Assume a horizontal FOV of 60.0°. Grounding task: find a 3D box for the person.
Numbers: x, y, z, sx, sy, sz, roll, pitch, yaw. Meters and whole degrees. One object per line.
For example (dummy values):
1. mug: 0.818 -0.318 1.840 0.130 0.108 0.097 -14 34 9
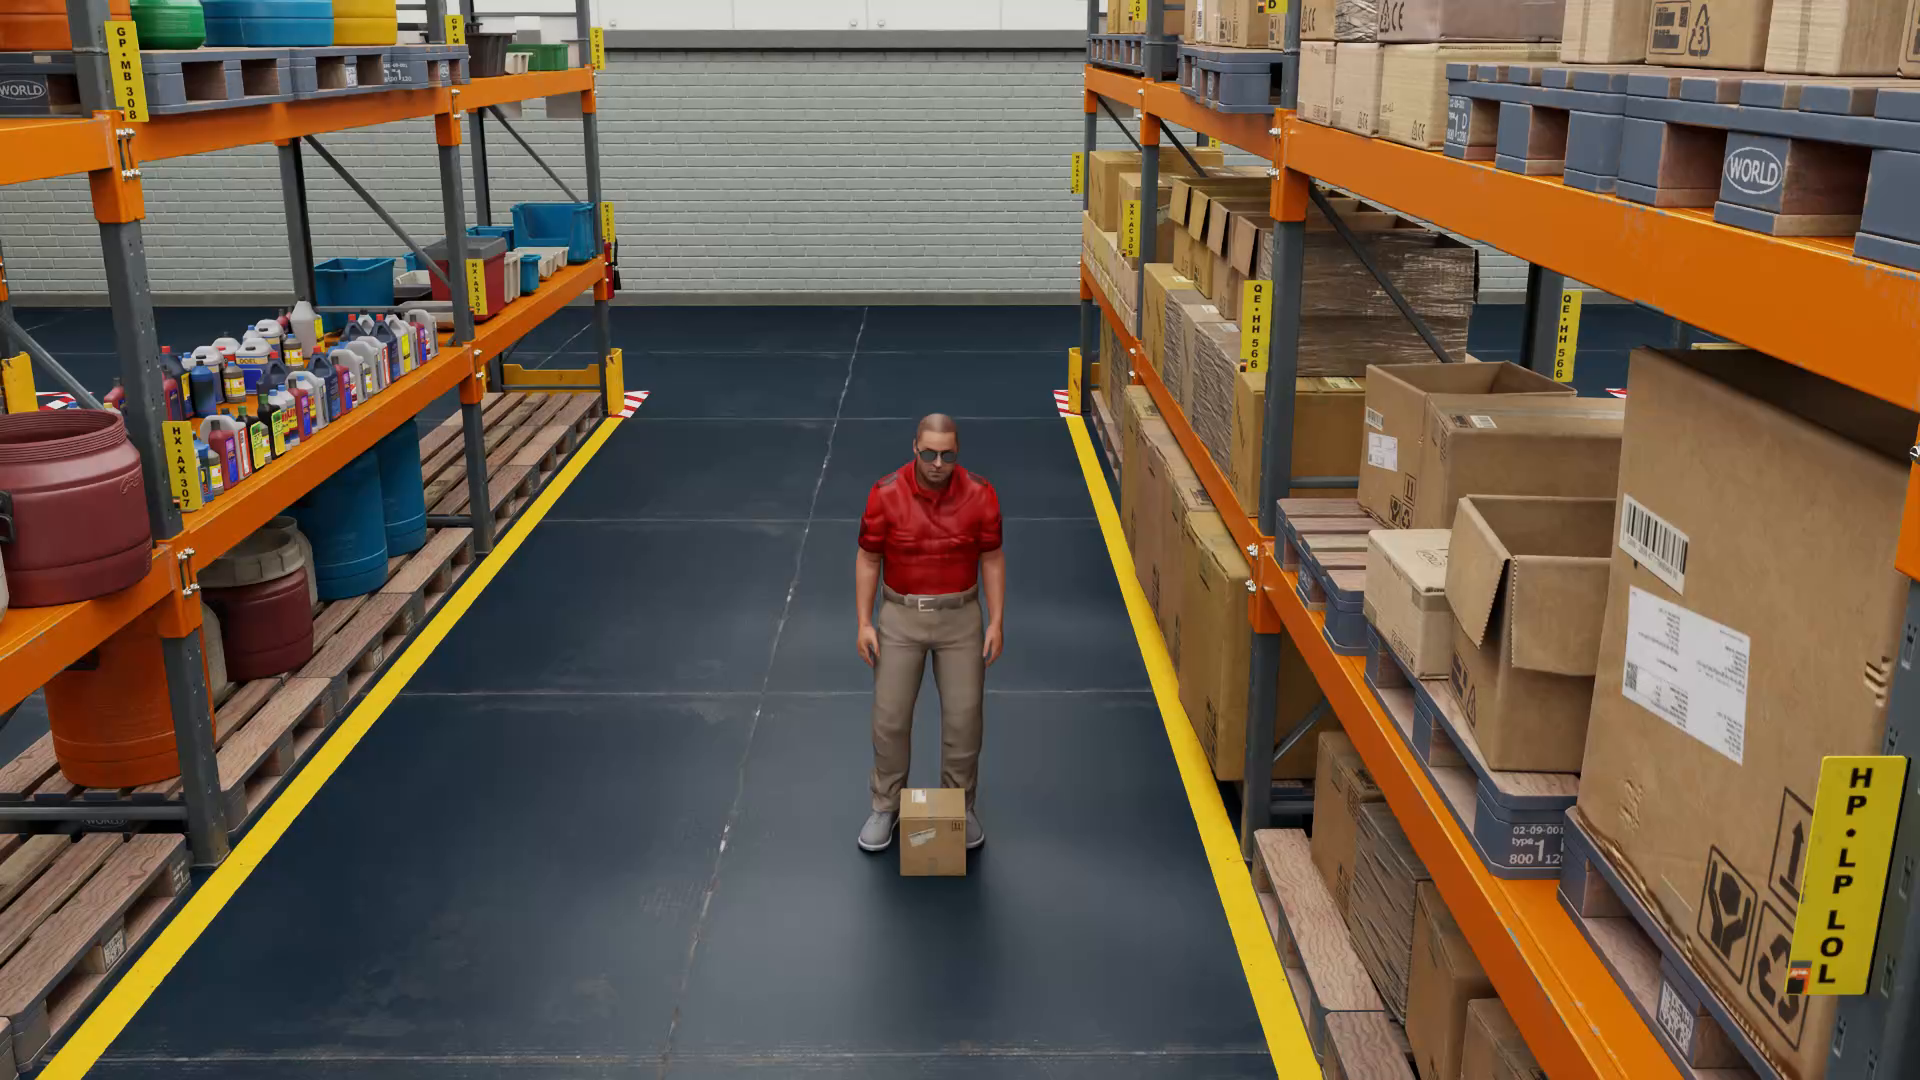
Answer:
1. person: -0.114 0.344 6.445 0.591 1.725 0.392 -1 17 -3
